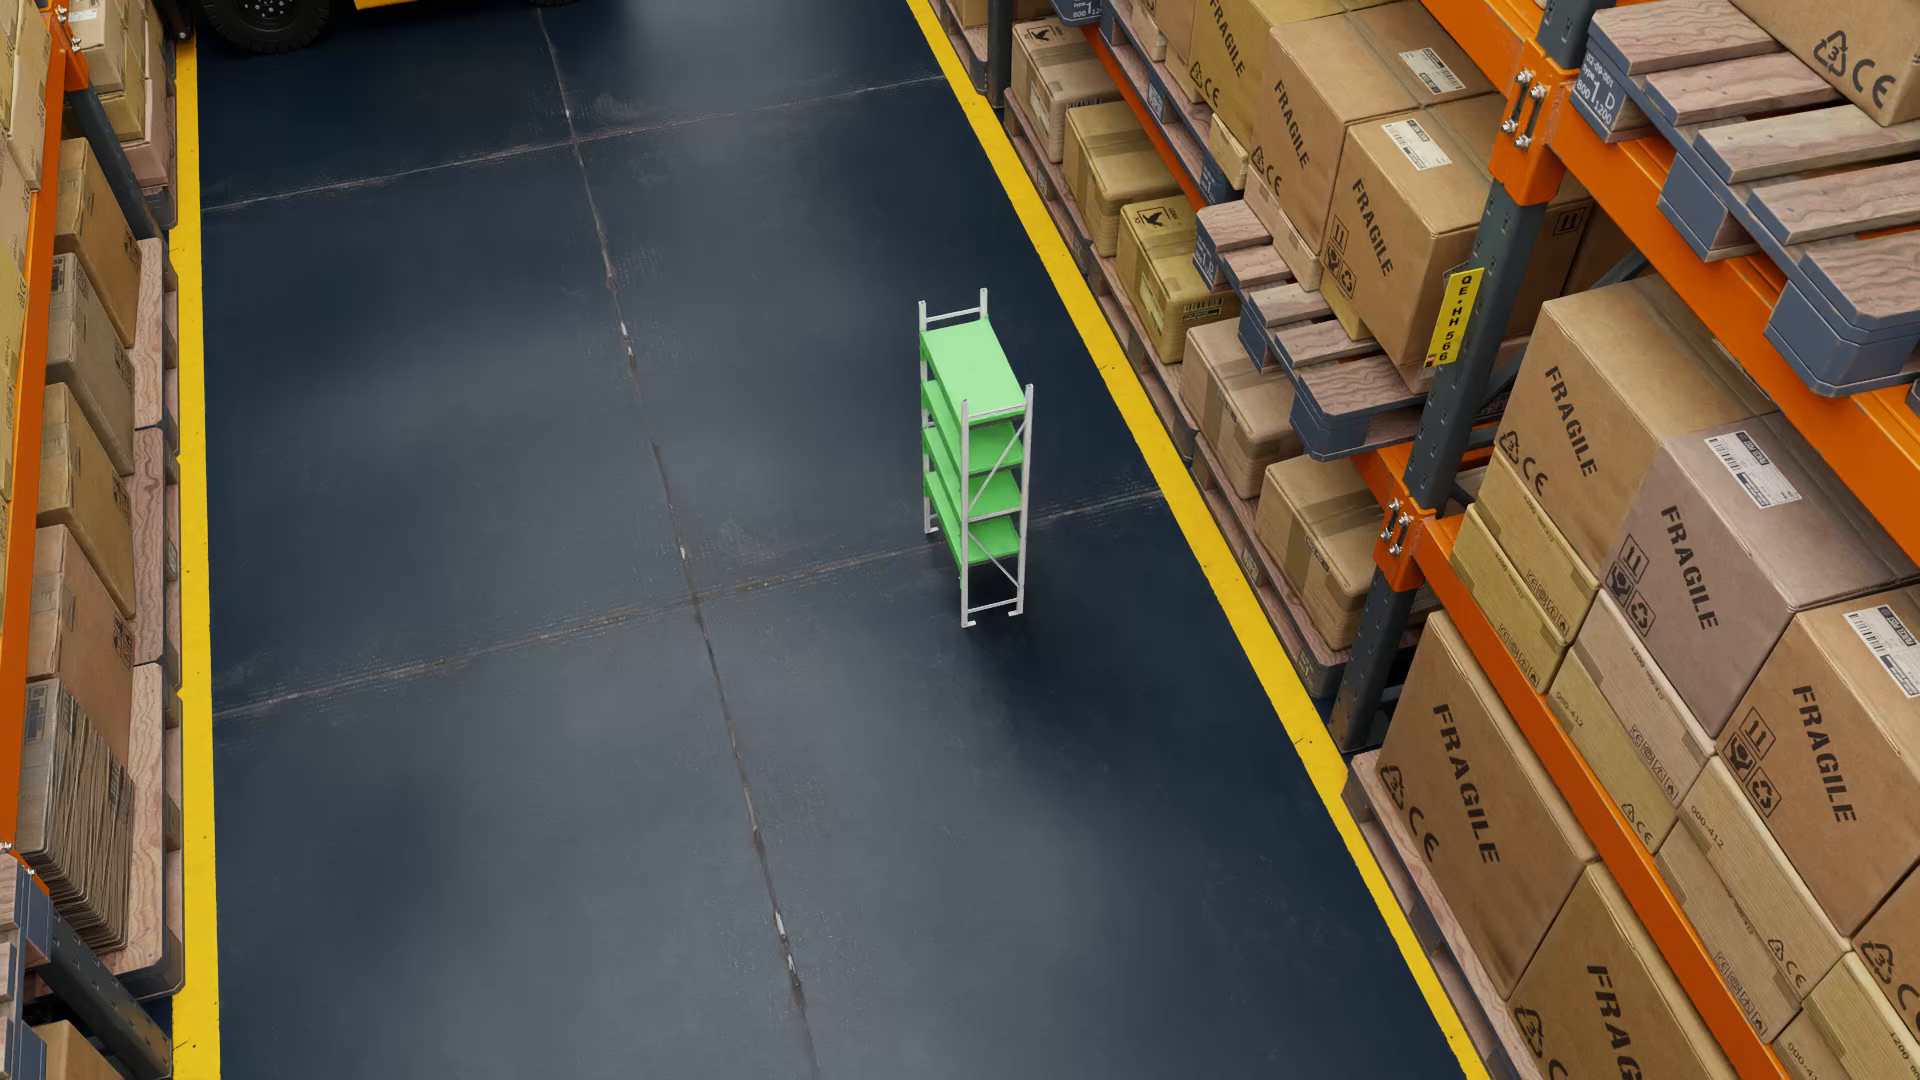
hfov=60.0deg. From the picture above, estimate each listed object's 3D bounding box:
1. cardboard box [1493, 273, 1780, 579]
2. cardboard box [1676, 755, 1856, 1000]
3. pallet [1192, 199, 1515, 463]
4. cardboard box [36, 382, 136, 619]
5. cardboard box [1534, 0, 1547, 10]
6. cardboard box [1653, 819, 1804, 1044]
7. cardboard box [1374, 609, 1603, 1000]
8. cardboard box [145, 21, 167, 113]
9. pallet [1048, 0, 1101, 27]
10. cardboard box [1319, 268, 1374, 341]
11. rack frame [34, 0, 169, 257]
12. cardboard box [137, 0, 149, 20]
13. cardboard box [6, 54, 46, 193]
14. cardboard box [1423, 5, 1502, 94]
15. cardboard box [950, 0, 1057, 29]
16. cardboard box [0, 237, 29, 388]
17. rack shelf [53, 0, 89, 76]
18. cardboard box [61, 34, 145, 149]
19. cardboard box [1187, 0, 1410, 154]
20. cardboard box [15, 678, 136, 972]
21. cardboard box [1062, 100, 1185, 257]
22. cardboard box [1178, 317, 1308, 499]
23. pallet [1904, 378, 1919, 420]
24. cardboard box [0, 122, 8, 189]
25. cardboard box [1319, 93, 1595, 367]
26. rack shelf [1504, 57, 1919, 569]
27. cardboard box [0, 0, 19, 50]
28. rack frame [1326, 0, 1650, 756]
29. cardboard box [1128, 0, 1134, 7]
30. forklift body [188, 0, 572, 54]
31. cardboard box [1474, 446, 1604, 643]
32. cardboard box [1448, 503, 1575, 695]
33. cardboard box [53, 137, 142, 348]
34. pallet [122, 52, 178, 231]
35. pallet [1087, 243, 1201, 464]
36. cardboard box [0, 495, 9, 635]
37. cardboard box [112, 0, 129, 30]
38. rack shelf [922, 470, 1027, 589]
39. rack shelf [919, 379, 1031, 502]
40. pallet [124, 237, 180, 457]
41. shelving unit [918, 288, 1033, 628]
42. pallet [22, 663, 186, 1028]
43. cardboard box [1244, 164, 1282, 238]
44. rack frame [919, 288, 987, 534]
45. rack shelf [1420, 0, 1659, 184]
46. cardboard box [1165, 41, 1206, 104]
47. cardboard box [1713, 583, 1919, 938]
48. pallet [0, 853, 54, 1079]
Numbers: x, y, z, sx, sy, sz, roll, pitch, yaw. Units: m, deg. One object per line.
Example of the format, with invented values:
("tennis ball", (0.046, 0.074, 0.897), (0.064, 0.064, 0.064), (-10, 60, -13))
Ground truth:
("cardboard box", (1.725, -0.300, 4.112), (0.500, 0.500, 0.500), (-15, 51, -12))
("cardboard box", (2.014, 0.696, 3.762), (0.500, 0.250, 0.500), (-13, 51, -11))
("pallet", (1.500, -0.796, 5.374), (1.213, 0.211, 1.003), (-13, 51, -11))
("cardboard box", (-3.500, -0.032, 5.883), (0.875, 0.625, 0.625), (-15, 52, -12))
("cardboard box", (1.519, -1.430, 3.986), (0.380, 0.149, 0.250), (-13, 51, -11))
("cardboard box", (2.035, 0.857, 3.954), (0.500, 0.250, 0.500), (-12, 51, -10))
("cardboard box", (1.937, 0.711, 5.093), (0.875, 0.875, 0.875), (-14, 51, -11))
("cardboard box", (-4.103, -2.203, 7.958), (0.500, 0.250, 0.500), (-14, 51, -12))
("pallet", (0.716, -2.630, 6.920), (1.003, 0.211, 1.213), (-13, 51, -11))
("cardboard box", (1.342, -0.782, 5.126), (0.380, 0.149, 0.250), (-13, 51, -10))
("rack frame", (-4.111, -2.158, 6.397), (1.000, 3.000, 0.127), (-13, 51, -11))
("cardboard box", (-4.248, -2.728, 8.075), (0.500, 0.250, 0.500), (-14, 51, -11))
("cardboard box", (-3.558, -1.435, 5.885), (0.500, 0.250, 0.500), (-14, 51, -11))
("cardboard box", (1.739, -1.385, 5.211), (0.500, 0.500, 0.500), (-11, 51, -9))
("cardboard box", (0.198, -2.903, 8.549), (0.500, 0.250, 0.500), (-11, 51, -9))
("cardboard box", (-3.281, -0.690, 5.257), (0.500, 0.250, 0.500), (-12, 51, -10))
("rack shelf", (-4.703, -3.387, 7.903), (1.077, 0.370, 4.000), (-13, 51, -11))
("cardboard box", (-3.959, -1.991, 7.453), (0.500, 0.250, 0.500), (-14, 51, -11))
("cardboard box", (1.099, -1.638, 5.424), (0.500, 0.500, 0.500), (-16, 52, -13))
("cardboard box", (-3.100, 0.935, 5.068), (0.875, 0.625, 0.625), (-12, 51, -10))
("cardboard box", (1.003, -1.664, 7.425), (0.950, 0.372, 0.625), (-10, 51, -9))
("cardboard box", (1.429, -0.602, 6.529), (0.950, 0.372, 0.625), (-14, 51, -12))
("pallet", (2.387, 0.007, 2.734), (1.003, 0.211, 1.213), (-11, 51, -9))
("cardboard box", (-3.417, -1.221, 5.378), (0.500, 0.250, 0.500), (-12, 51, -10))
("cardboard box", (1.412, -0.894, 4.797), (0.500, 0.500, 0.500), (-15, 51, -12))
("rack shelf", (2.404, 0.364, 2.779), (1.077, 0.370, 4.000), (-13, 51, -11))
("cardboard box", (-3.722, -1.970, 6.010), (0.500, 0.250, 0.500), (-14, 51, -12))
("rack frame", (1.812, -0.361, 4.882), (1.000, 3.000, 0.127), (-13, 51, -11))
("cardboard box", (0.821, -2.110, 6.246), (0.380, 0.149, 0.250), (-13, 51, -11))
("forklift body", (-2.991, -3.833, 8.365), (2.313, 2.155, 1.214), (-13, 51, -11))
("cardboard box", (1.726, -0.048, 4.390), (0.500, 0.250, 0.500), (-14, 51, -11))
("cardboard box", (1.717, 0.101, 4.591), (0.500, 0.250, 0.500), (-14, 51, -12))
("cardboard box", (-3.946, -1.149, 6.825), (0.875, 0.625, 0.625), (-11, 51, -9))
("pallet", (-4.306, -1.849, 7.961), (1.003, 0.211, 1.213), (-13, 51, -11))
("pallet", (1.225, -0.923, 7.180), (1.003, 0.211, 1.213), (-13, 51, -11))
("cardboard box", (-2.970, 0.064, 4.622), (0.500, 0.250, 0.500), (-14, 51, -12))
("cardboard box", (-4.096, -2.529, 7.580), (0.500, 0.250, 0.500), (-13, 51, -11))
("rack shelf", (0.049, -0.070, 6.211), (0.258, 0.148, 0.480), (-13, 51, -11))
("rack shelf", (0.049, -0.379, 5.844), (0.258, 0.148, 0.480), (-13, 51, -11))
("pallet", (-3.856, -0.730, 7.017), (1.003, 0.211, 1.213), (-13, 51, -11))
("shelving unit", (0.049, -0.266, 5.979), (0.258, 1.200, 0.503), (-13, 51, -11))
("pallet", (-3.134, 1.052, 5.515), (1.003, 0.211, 1.213), (-13, 51, -11))
("cardboard box", (1.158, -1.141, 5.429), (0.380, 0.149, 0.250), (-16, 52, -13))
("rack frame", (-0.023, -0.444, 6.129), (0.240, 1.200, 0.015), (-13, 51, -11))
("rack shelf", (1.221, -2.557, 5.242), (1.077, 0.370, 4.000), (-13, 51, -11))
("cardboard box", (0.957, -1.716, 5.914), (0.380, 0.149, 0.250), (-15, 51, -12))
("cardboard box", (2.019, 0.441, 3.487), (0.500, 0.500, 0.500), (-12, 51, -10))
("pallet", (-2.661, 1.305, 3.603), (1.213, 0.211, 1.003), (-13, 51, -11))
